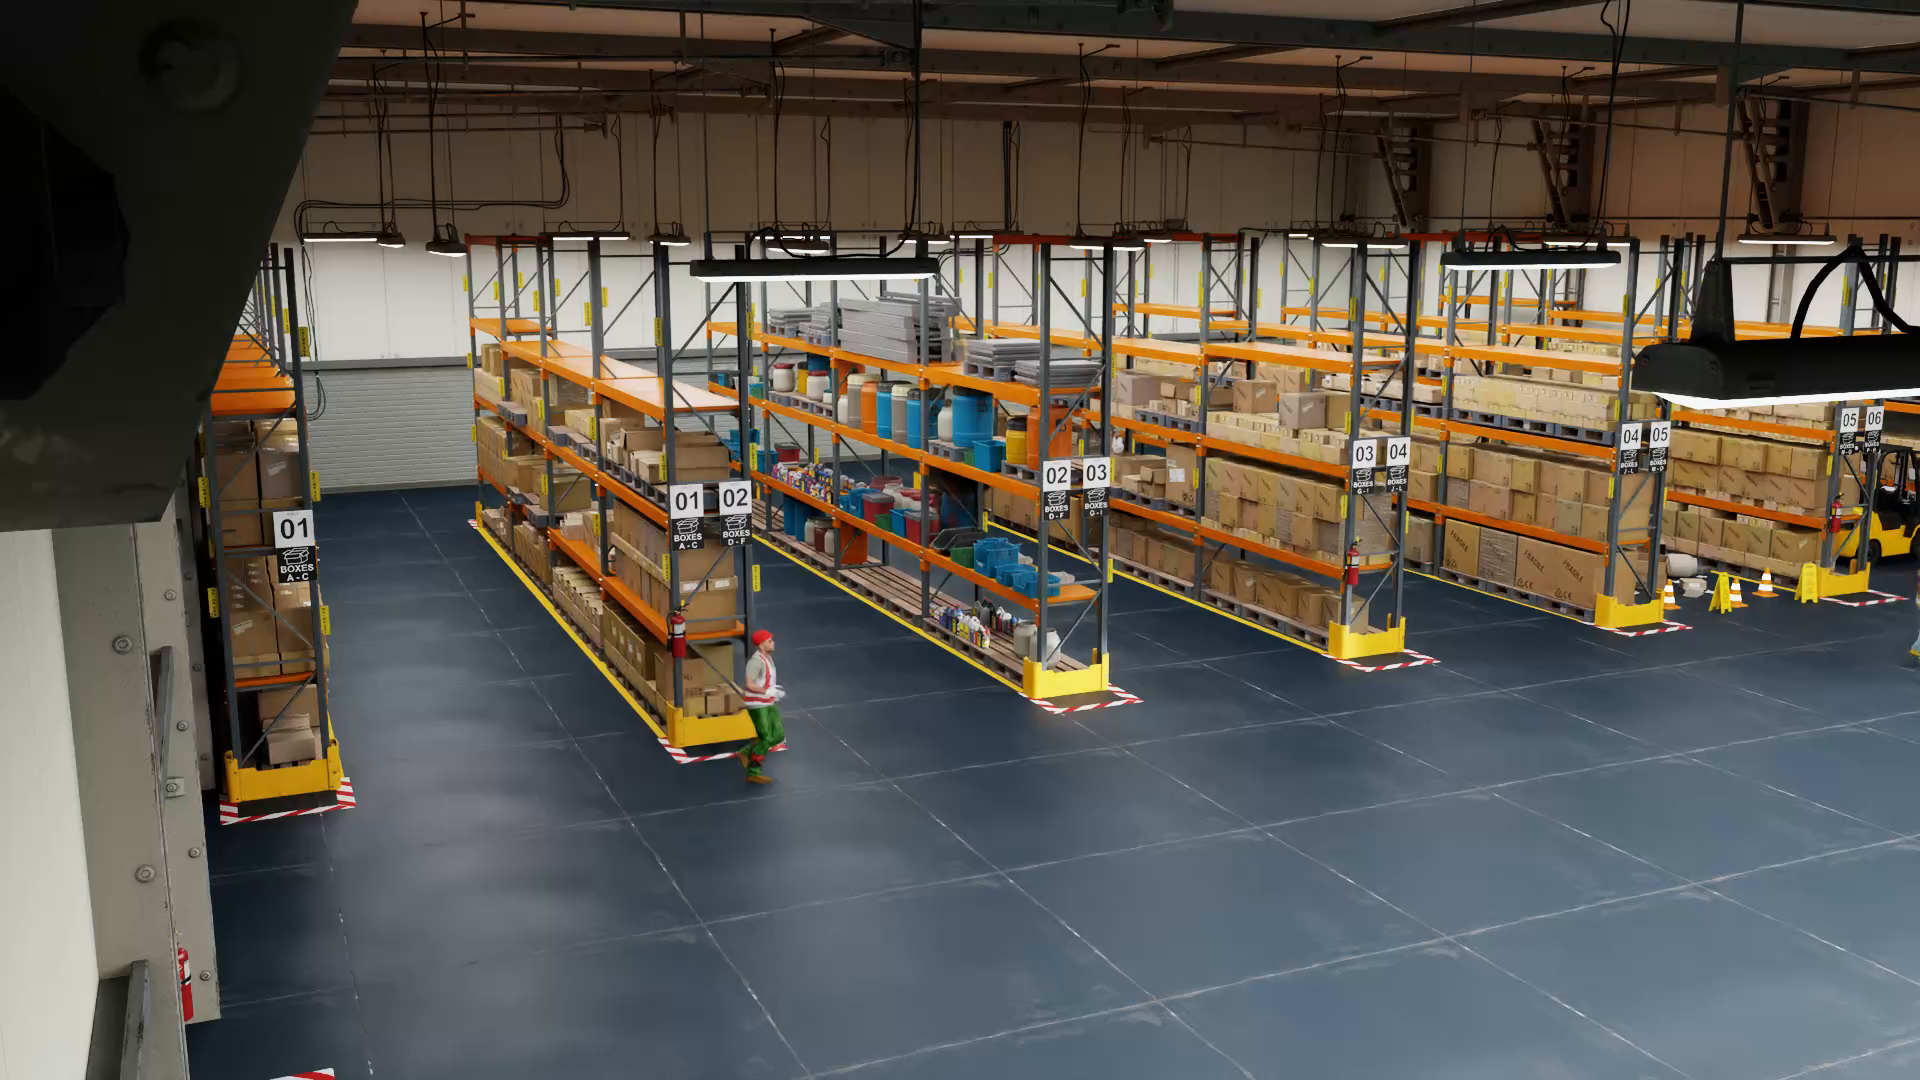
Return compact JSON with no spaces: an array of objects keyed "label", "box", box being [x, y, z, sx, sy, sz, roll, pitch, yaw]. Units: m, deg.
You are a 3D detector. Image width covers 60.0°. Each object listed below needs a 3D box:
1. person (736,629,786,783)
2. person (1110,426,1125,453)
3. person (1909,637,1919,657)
[{"label":"person","box":[-2.239,1.872,18.958,0.631,1.728,0.680,2,11,12]},{"label":"person","box":[3.577,-1.778,37.904,0.578,1.659,0.739,-6,12,-27]},{"label":"person","box":[14.039,0.937,23.566,0.879,1.803,0.682,3,11,16]}]
